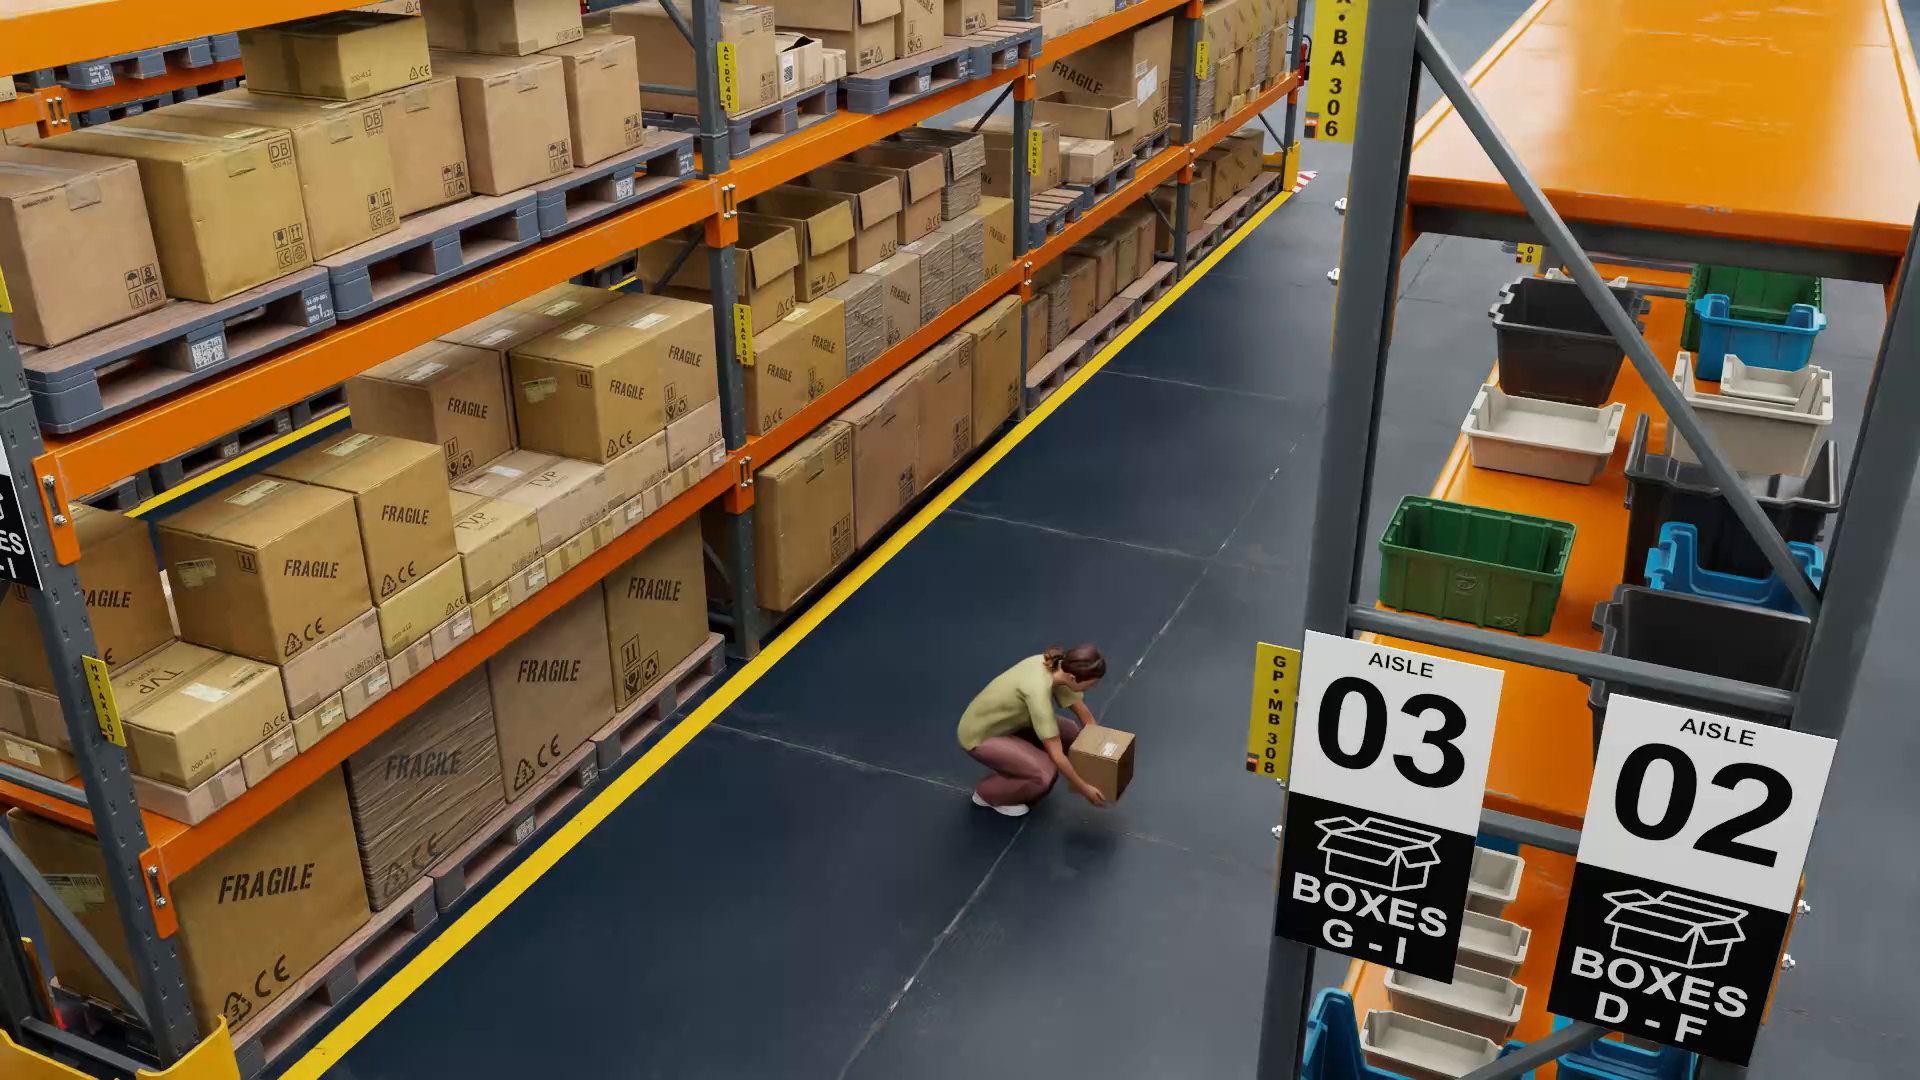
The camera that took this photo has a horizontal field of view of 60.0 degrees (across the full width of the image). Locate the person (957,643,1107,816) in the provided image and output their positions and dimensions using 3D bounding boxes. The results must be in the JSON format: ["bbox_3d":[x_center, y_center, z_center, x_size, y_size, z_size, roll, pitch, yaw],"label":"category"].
[{"bbox_3d":[0.390,0.910,8.145,0.806,0.908,0.478,11,28,22],"label":"person"}]
